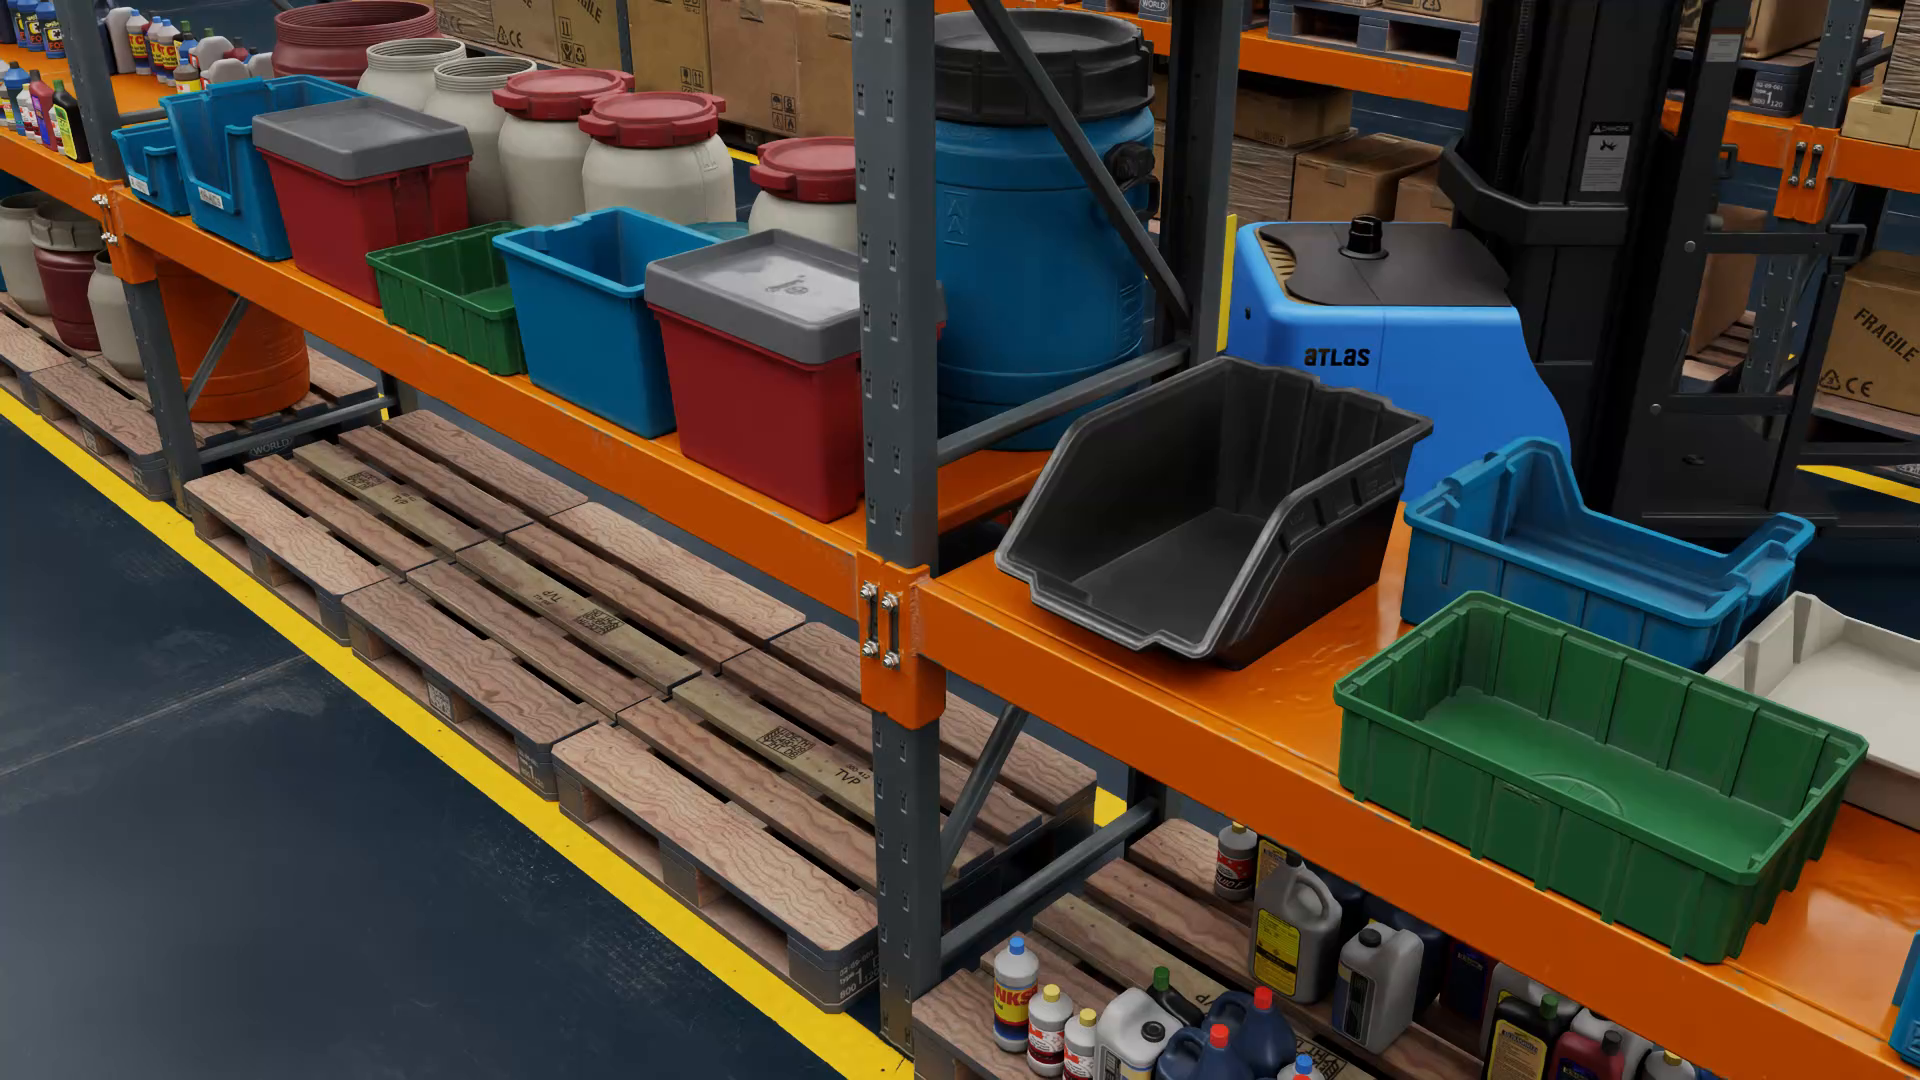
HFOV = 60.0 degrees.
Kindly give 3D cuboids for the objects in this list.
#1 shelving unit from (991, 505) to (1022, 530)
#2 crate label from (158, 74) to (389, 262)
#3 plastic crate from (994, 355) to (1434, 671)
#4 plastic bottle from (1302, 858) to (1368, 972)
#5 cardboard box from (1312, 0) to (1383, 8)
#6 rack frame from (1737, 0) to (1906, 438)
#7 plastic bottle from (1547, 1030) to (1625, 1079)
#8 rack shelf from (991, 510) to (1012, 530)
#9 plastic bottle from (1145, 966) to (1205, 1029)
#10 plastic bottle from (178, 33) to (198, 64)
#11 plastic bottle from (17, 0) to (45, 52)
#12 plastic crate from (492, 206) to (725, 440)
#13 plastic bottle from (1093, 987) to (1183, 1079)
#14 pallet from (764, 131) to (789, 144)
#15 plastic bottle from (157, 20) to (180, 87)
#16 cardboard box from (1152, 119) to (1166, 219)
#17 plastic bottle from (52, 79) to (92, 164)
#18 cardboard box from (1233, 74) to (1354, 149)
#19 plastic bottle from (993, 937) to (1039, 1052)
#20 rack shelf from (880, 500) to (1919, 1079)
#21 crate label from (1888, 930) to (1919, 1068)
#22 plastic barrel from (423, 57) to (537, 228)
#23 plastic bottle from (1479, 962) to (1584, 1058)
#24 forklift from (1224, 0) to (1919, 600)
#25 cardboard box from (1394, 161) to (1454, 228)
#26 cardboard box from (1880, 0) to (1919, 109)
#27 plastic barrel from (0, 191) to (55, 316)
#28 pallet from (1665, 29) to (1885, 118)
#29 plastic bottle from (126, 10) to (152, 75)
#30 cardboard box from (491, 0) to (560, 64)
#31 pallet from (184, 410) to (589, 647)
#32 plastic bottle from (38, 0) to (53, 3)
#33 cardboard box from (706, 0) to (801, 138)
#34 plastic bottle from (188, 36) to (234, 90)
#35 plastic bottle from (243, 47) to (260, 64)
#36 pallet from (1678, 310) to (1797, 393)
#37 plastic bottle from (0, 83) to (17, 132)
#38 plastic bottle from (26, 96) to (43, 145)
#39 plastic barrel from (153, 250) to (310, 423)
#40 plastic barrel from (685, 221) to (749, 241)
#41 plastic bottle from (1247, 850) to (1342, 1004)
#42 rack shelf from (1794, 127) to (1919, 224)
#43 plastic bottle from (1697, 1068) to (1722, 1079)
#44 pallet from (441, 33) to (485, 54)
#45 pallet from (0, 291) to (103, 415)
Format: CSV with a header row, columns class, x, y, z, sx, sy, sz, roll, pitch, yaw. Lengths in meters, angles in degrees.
class,x,y,z,sx,sy,sz,roll,pitch,yaw
shelving unit,-0.005,-0.500,5.992,1.048,1.125,0.538,25,36,38
crate label,-2.131,-1.189,5.251,0.616,0.435,0.502,25,36,38
plastic crate,0.486,-0.042,3.173,0.504,0.338,0.767,25,36,38
plastic bottle,0.863,0.810,3.860,0.185,0.351,0.144,23,36,37
cardboard box,1.856,-2.728,7.924,0.500,0.250,0.500,23,36,37
rack frame,3.675,-1.926,6.690,0.127,3.000,1.000,25,36,38
plastic bottle,1.269,1.098,3.386,0.133,0.283,0.061,25,36,38
rack shelf,-0.005,-0.284,6.106,1.000,0.278,0.538,25,36,38
plastic bottle,0.446,1.035,3.504,0.133,0.283,0.061,25,36,38
plastic bottle,-3.168,-1.957,6.887,0.097,0.271,0.097,0,28,0
plastic bottle,-4.353,-2.439,7.804,0.097,0.271,0.097,0,28,0
plastic crate,-0.803,-0.532,4.056,0.575,0.384,0.392,25,36,38
plastic bottle,0.372,1.074,3.438,0.152,0.276,0.135,-24,36,-37
pallet,-0.553,-2.677,11.115,1.213,0.211,1.003,25,36,38
plastic bottle,-3.385,-2.096,7.151,0.097,0.271,0.097,0,28,0
cardboard box,1.314,-2.108,9.248,0.500,0.500,0.700,22,35,36
plastic bottle,-3.238,-1.526,6.055,0.133,0.283,0.061,25,36,38
cardboard box,1.707,-2.273,8.757,0.500,0.250,0.500,-21,34,-34
plastic bottle,0.122,0.980,3.622,0.097,0.271,0.097,0,28,0
rack shelf,1.628,0.689,2.490,4.000,0.370,1.077,25,36,38
crate label,1.552,0.496,2.045,0.616,0.435,0.502,25,36,38
plastic barrel,-1.466,-1.235,5.255,0.421,0.512,0.421,0,28,0
plastic bottle,1.231,0.978,3.541,0.185,0.351,0.144,24,36,38
forklift,2.515,-1.311,5.593,3.031,2.935,1.130,0,28,0
cardboard box,2.526,-1.566,8.219,0.500,0.500,0.700,21,34,34
cardboard box,3.952,-1.935,6.279,0.500,0.500,0.875,25,36,38
plastic barrel,-4.282,-1.349,7.815,0.421,0.512,0.421,0,28,0
pallet,3.232,-2.139,7.301,1.213,0.211,1.003,25,36,38
plastic bottle,-3.619,-2.203,7.355,0.097,0.271,0.097,0,28,0
cardboard box,-3.086,-4.317,13.070,0.875,0.875,0.875,25,36,38
pallet,-2.125,-0.088,6.190,1.213,0.211,1.003,25,36,38
plastic bottle,-4.279,-2.489,7.893,0.135,0.276,0.152,25,36,38
cardboard box,-0.922,-3.288,11.113,0.875,0.875,1.225,23,36,37
plastic bottle,-3.062,-1.932,6.835,0.135,0.276,0.152,25,36,38
plastic bottle,-2.796,-1.826,6.638,0.097,0.271,0.097,0,28,0
pallet,3.118,-0.945,7.821,1.213,0.211,1.003,25,36,38
plastic bottle,-3.680,-1.704,6.482,0.097,0.201,0.097,0,28,0
plastic bottle,-3.472,-1.609,6.300,0.097,0.201,0.097,0,28,0
plastic barrel,-3.011,-0.967,6.746,0.708,0.830,0.600,25,36,38
plastic barrel,-0.634,-0.704,4.514,0.301,0.262,0.301,0,28,0
plastic bottle,0.762,0.858,3.769,0.185,0.351,0.144,25,36,38
rack shelf,5.101,-0.955,5.616,4.000,0.370,1.077,25,36,38
plastic bottle,1.520,1.130,3.337,0.097,0.271,0.097,0,28,0
pallet,-4.257,-4.372,14.339,1.213,0.211,1.003,25,36,38
pallet,-4.107,-0.995,7.915,1.213,0.211,1.003,25,36,38
